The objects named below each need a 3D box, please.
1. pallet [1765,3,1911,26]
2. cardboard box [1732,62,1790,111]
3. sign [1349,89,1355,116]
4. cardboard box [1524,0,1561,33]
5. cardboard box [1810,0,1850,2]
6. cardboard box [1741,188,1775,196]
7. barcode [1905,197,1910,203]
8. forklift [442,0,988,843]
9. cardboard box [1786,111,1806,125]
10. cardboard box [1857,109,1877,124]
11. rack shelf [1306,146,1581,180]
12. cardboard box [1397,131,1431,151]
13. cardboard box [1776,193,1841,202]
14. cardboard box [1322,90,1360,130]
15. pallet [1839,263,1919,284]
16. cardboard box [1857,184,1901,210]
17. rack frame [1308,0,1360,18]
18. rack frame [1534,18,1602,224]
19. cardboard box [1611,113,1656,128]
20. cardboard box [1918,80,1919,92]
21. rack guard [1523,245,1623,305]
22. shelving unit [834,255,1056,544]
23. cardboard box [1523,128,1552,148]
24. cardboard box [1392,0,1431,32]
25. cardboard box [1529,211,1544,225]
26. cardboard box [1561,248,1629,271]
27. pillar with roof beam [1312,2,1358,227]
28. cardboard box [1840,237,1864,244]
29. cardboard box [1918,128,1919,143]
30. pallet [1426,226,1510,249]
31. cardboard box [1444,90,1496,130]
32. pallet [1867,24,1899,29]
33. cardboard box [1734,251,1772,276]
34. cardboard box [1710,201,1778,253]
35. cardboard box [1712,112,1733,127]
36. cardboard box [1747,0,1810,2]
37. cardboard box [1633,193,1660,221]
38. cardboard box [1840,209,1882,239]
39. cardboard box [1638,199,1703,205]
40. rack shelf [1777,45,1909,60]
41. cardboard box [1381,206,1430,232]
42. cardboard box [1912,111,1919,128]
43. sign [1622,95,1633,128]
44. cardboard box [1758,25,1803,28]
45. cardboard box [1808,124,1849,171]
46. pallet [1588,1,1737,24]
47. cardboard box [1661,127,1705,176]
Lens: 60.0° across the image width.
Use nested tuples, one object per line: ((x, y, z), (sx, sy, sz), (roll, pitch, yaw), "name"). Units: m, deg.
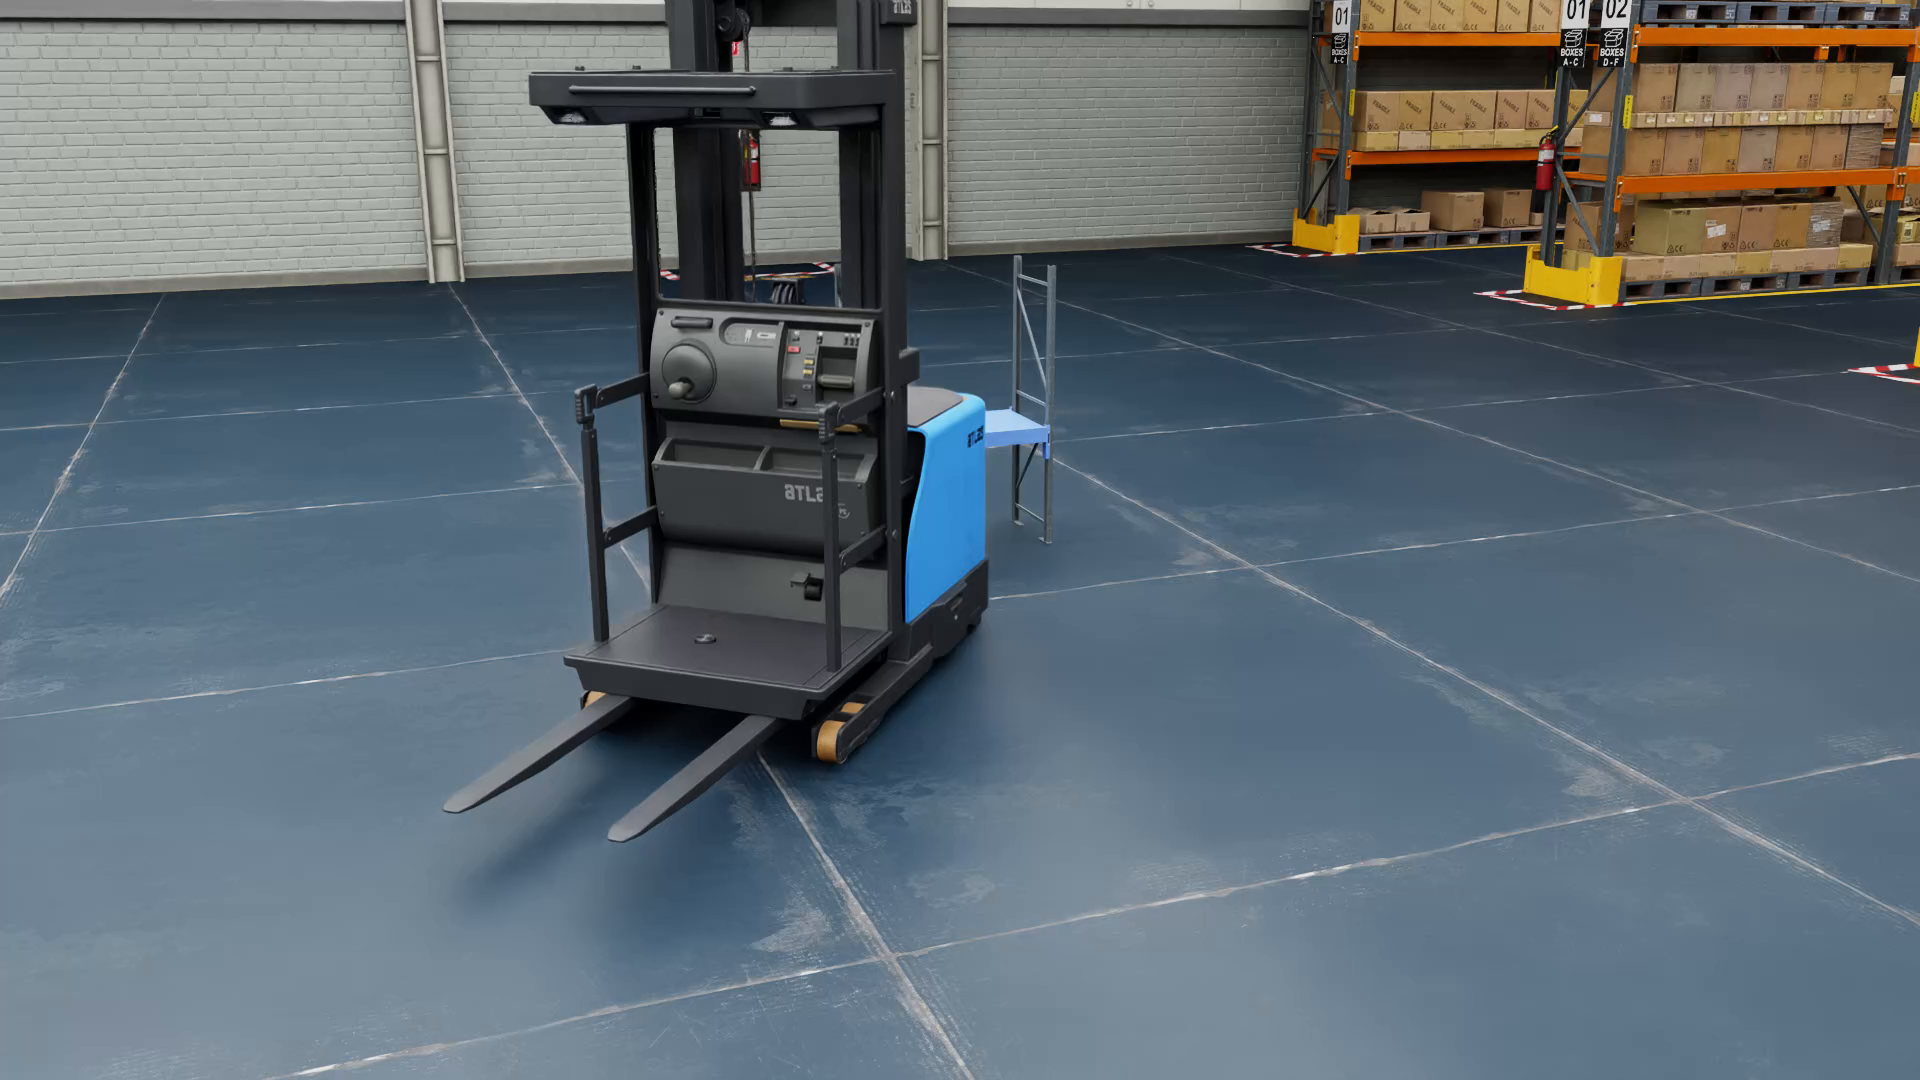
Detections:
((9.591, -5.784, 18.304), (1.213, 0.211, 1.003), (-6, 17, -20), "pallet")
((8.560, -4.952, 18.159), (0.500, 0.500, 0.700), (-6, 17, -20), "cardboard box")
((5.061, -5.652, 21.486), (0.005, 0.325, 0.100), (-6, 17, -20), "sign")
((7.742, -7.116, 22.471), (0.500, 0.500, 0.500), (-8, 18, -25), "cardboard box")
((9.350, -5.874, 17.905), (0.250, 0.149, 0.380), (-6, 17, -20), "cardboard box")
((11.684, -5.112, 24.837), (0.500, 0.500, 0.700), (-6, 17, -19), "cardboard box")
((10.766, -3.869, 18.900), (0.075, 0.075, 0.001), (-6, 17, -20), "barcode")
((-0.844, -0.694, 6.261), (1.130, 2.935, 3.031), (6, 17, 19), "forklift")
((9.015, -4.628, 18.205), (0.250, 0.149, 0.380), (-6, 17, -18), "cardboard box")
((9.969, -4.731, 18.557), (0.250, 0.149, 0.380), (-7, 18, -21), "cardboard box")
((6.735, -5.236, 22.882), (4.000, 0.370, 1.077), (-6, 17, -20), "rack shelf")
((5.916, -5.339, 22.187), (0.500, 0.250, 0.500), (-7, 18, -22), "cardboard box")
((9.833, -3.758, 19.374), (0.500, 0.500, 0.500), (-6, 17, -20), "cardboard box")
((5.231, -5.781, 22.359), (0.500, 0.500, 0.500), (-6, 18, -21), "cardboard box")
((11.052, -3.227, 19.711), (1.213, 0.211, 1.003), (-6, 17, -20), "pallet")
((13.891, -5.483, 25.514), (0.750, 0.750, 0.750), (-6, 17, -20), "cardboard box")
((4.867, -8.258, 21.249), (0.127, 3.000, 1.000), (-6, 17, -20), "rack frame")
((8.602, -5.783, 23.468), (0.127, 3.000, 1.000), (-6, 17, -20), "rack frame")
((7.087, -4.419, 17.493), (0.250, 0.149, 0.380), (-6, 18, -20), "cardboard box")
((14.295, -6.883, 25.142), (0.500, 0.250, 0.500), (-7, 18, -21), "cardboard box")
((6.621, -2.875, 18.001), (0.348, 0.500, 1.175), (-6, 17, -20), "rack guard")
((-0.080, -0.711, 8.858), (1.048, 1.500, 0.538), (-6, 17, -20), "shelving unit")
((7.800, -5.545, 22.888), (0.500, 0.250, 0.500), (-6, 17, -20), "cardboard box")
((5.783, -6.889, 21.698), (0.500, 0.500, 0.500), (-5, 17, -16), "cardboard box")
((8.113, -4.573, 23.594), (0.250, 0.166, 0.380), (-9, 18, -27), "cardboard box")
((7.038, -3.091, 18.434), (0.500, 0.250, 0.500), (-6, 17, -20), "cardboard box")
((6.752, -7.424, 18.407), (0.400, 9.000, 9.100), (-6, 17, -20), "pillar with roof beam")
((10.662, -3.480, 19.761), (0.500, 0.250, 0.500), (-6, 18, -21), "cardboard box")
((11.593, -4.654, 19.446), (0.500, 0.500, 0.500), (-5, 17, -16), "cardboard box")
((6.847, -4.244, 23.176), (1.213, 0.211, 1.003), (-6, 17, -20), "pallet")
((6.848, -5.799, 22.422), (0.500, 0.500, 0.500), (-6, 17, -18), "cardboard box")
((13.963, -7.727, 25.100), (1.213, 0.211, 1.003), (-5, 17, -18), "pallet")
((8.625, -3.105, 18.484), (0.500, 0.250, 0.500), (-6, 17, -20), "cardboard box")
((8.625, -3.465, 18.377), (0.500, 0.500, 0.500), (-6, 17, -20), "cardboard box")
((8.050, -4.523, 17.849), (0.250, 0.149, 0.380), (-7, 18, -22), "cardboard box")
((8.795, -6.105, 18.062), (0.637, 0.503, 0.797), (-4, 17, -14), "cardboard box")
((9.748, -4.939, 24.248), (0.500, 0.500, 0.700), (-7, 18, -21), "cardboard box")
((10.654, -3.748, 19.676), (0.500, 0.311, 0.500), (-6, 17, -20), "cardboard box")
((7.966, -3.556, 18.687), (0.500, 0.500, 0.500), (-6, 17, -20), "cardboard box")
((14.205, -7.482, 25.206), (4.000, 0.370, 1.077), (-6, 17, -20), "rack shelf")
((6.078, -4.404, 22.764), (0.500, 0.311, 0.500), (-5, 17, -15), "cardboard box")
((14.322, -6.523, 25.246), (0.500, 0.500, 0.500), (-6, 17, -19), "cardboard box")
((6.836, -4.383, 17.025), (0.005, 0.325, 0.100), (-6, 17, -20), "sign")
((11.762, -7.449, 23.939), (0.500, 0.311, 0.500), (-6, 17, -20), "cardboard box")
((9.476, -4.427, 18.672), (0.500, 0.500, 0.700), (-6, 18, -21), "cardboard box")
((7.313, -5.538, 17.467), (1.213, 0.211, 1.003), (-6, 17, -20), "pallet")
((7.572, -4.223, 17.977), (0.500, 0.500, 0.700), (-6, 17, -19), "cardboard box")
